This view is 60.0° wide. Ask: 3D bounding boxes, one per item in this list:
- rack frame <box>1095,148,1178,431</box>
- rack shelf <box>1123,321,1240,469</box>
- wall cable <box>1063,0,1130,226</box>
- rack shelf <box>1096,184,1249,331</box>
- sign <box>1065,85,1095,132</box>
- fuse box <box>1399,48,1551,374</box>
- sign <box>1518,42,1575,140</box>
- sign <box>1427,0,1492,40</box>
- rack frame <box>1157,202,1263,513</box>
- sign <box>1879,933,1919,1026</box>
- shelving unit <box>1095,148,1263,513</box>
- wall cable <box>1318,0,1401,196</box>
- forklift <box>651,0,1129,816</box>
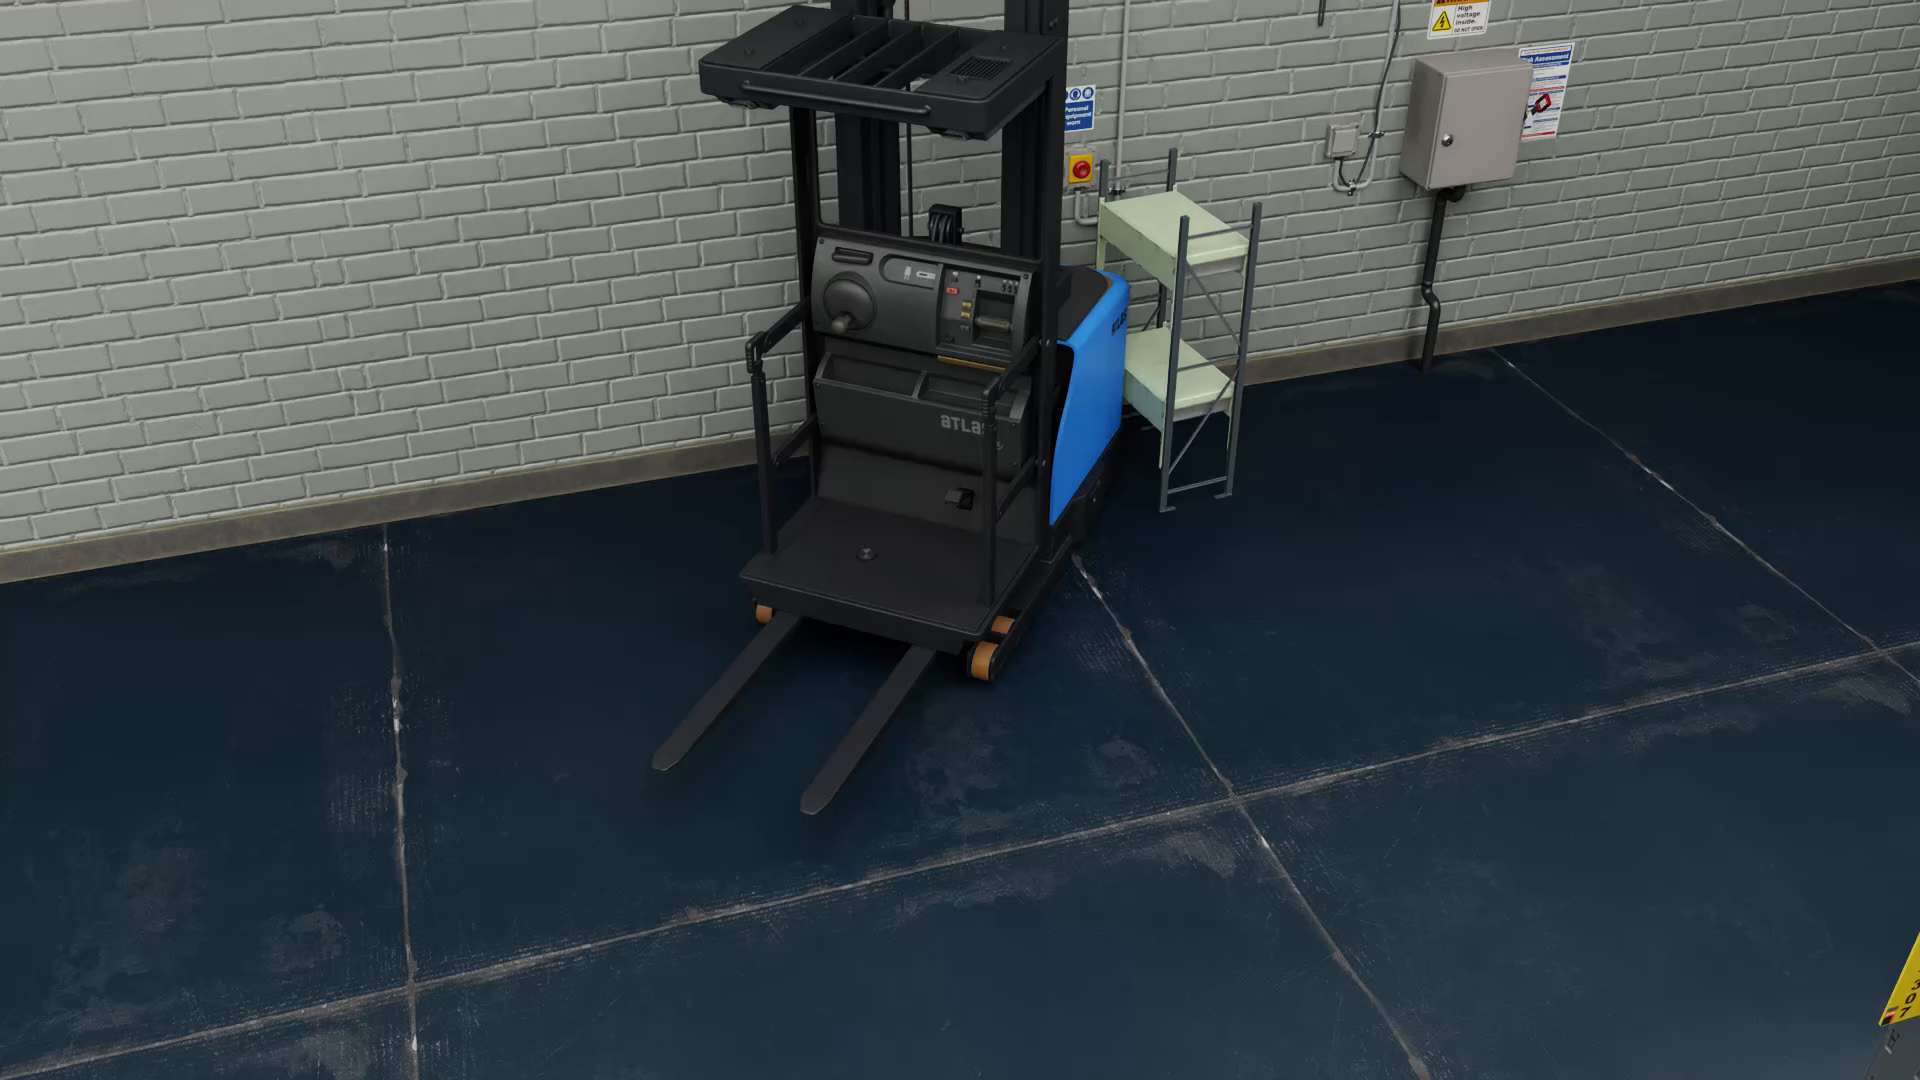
[{"bbox_3d":[0.836,-1.171,8.162,0.400,1.500,0.023,-14,36,-20],"label":"rack frame"},{"bbox_3d":[0.984,-0.715,8.063,0.431,0.370,0.720,-14,36,-20],"label":"rack shelf"},{"bbox_3d":[0.547,-2.328,7.603,0.585,1.953,0.123,-10,35,-15],"label":"wall cable"},{"bbox_3d":[0.984,-1.312,7.668,0.431,0.370,0.720,-14,36,-20],"label":"rack shelf"},{"bbox_3d":[0.483,-2.028,7.854,0.327,0.218,0.001,-10,35,-15],"label":"sign"},{"bbox_3d":[2.592,-1.631,8.666,0.539,1.711,0.414,-10,35,-15],"label":"fuse box"},{"bbox_3d":[3.000,-2.320,8.627,0.329,0.494,0.001,-10,35,-15],"label":"sign"},{"bbox_3d":[2.477,-2.612,8.233,0.339,0.242,0.001,-10,35,-15],"label":"sign"},{"bbox_3d":[1.132,-0.802,7.604,0.400,1.500,0.023,-14,36,-20],"label":"rack frame"},{"bbox_3d":[1.759,0.761,3.020,0.100,0.325,0.005,-10,35,-15],"label":"sign"},{"bbox_3d":[0.984,-0.987,7.883,0.431,1.500,0.755,-14,36,-20],"label":"shelving unit"},{"bbox_3d":[1.895,-2.560,7.982,0.588,1.984,0.122,-10,35,-15],"label":"wall cable"},{"bbox_3d":[-0.241,-0.905,6.461,1.130,2.935,3.031,13,36,19],"label":"forklift"}]
